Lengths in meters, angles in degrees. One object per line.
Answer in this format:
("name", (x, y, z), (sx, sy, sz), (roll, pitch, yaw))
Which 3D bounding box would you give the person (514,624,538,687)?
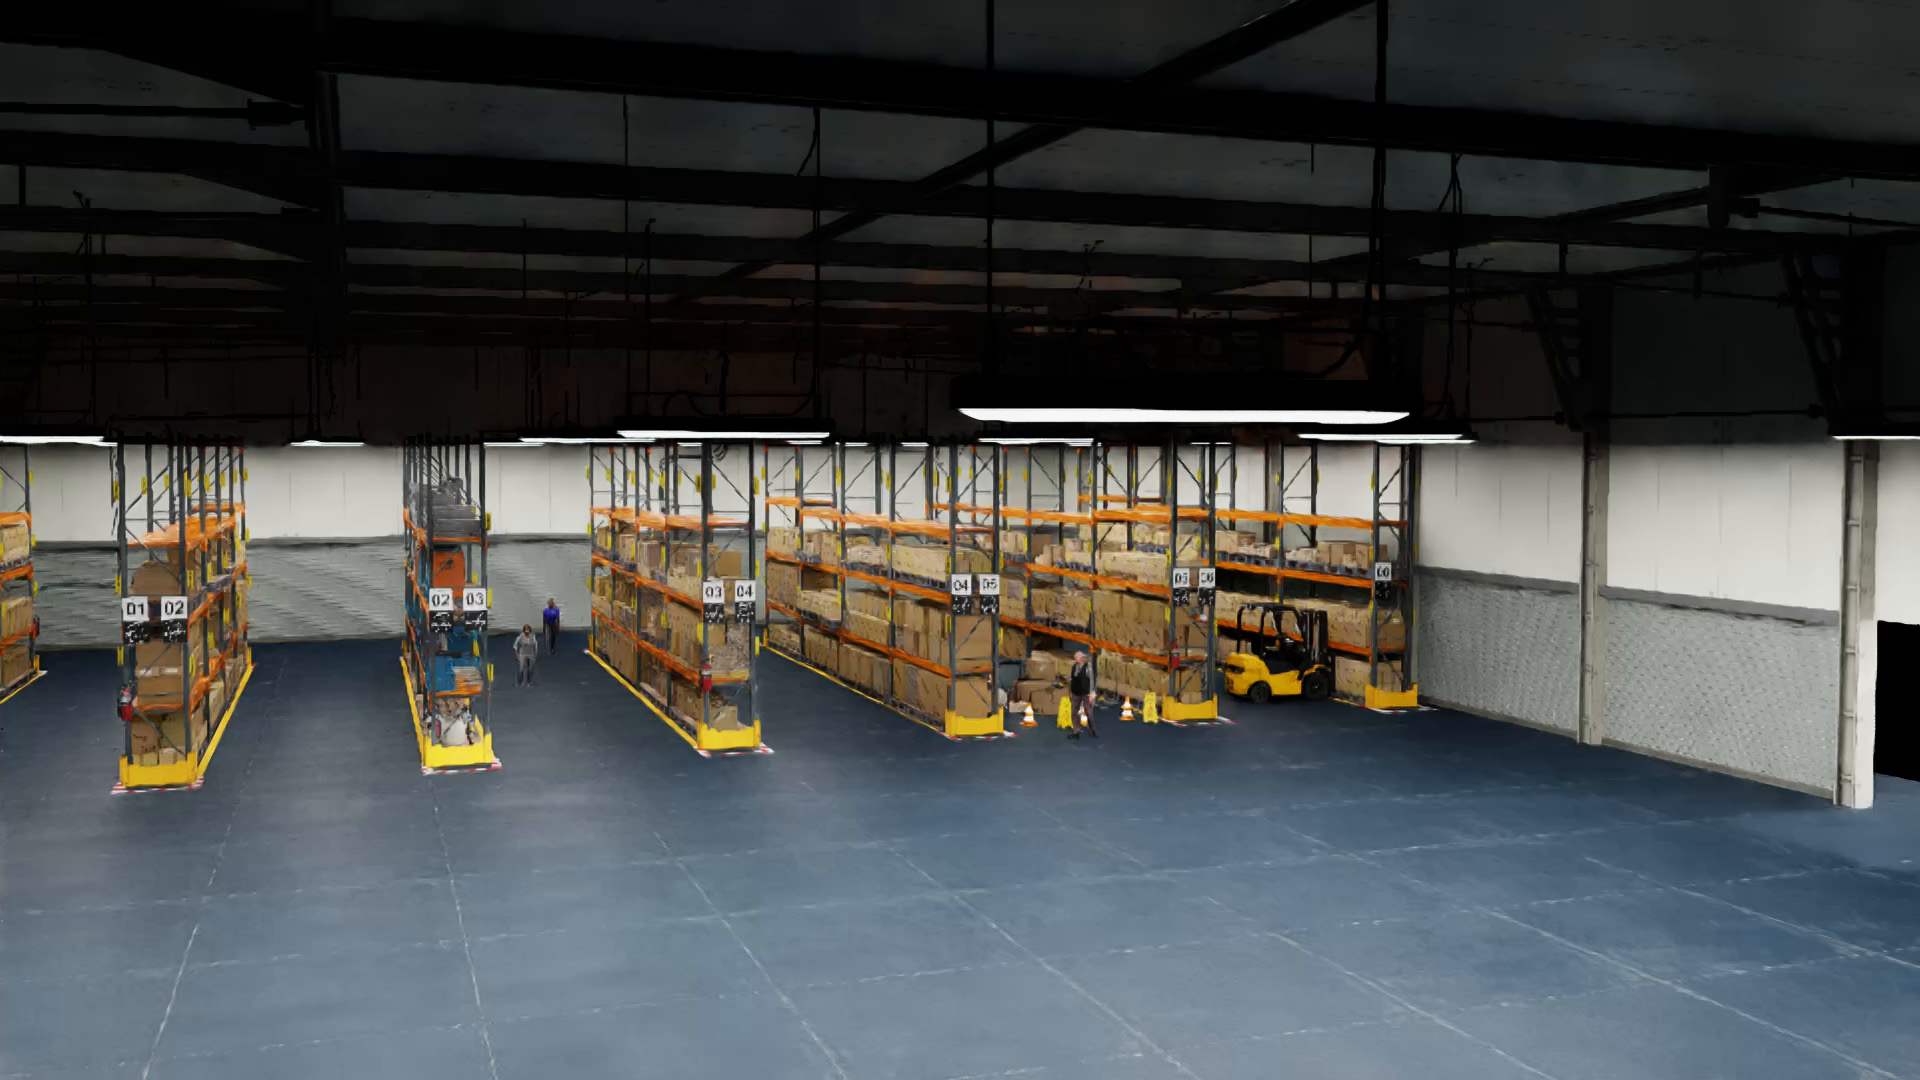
("person", (-10.361, 2.759, 39.697), (0.566, 1.541, 0.519), (-1, 3, -23))

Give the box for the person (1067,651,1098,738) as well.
("person", (2.422, 3.050, 32.881), (0.578, 1.716, 0.571), (2, 4, 35))

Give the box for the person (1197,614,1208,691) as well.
("person", (5.678, 2.641, 39.190), (0.501, 1.789, 0.610), (0, 3, 4))

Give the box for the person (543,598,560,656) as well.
("person", (-11.284, 2.373, 45.950), (0.445, 1.574, 1.091), (-1, 3, -22))
